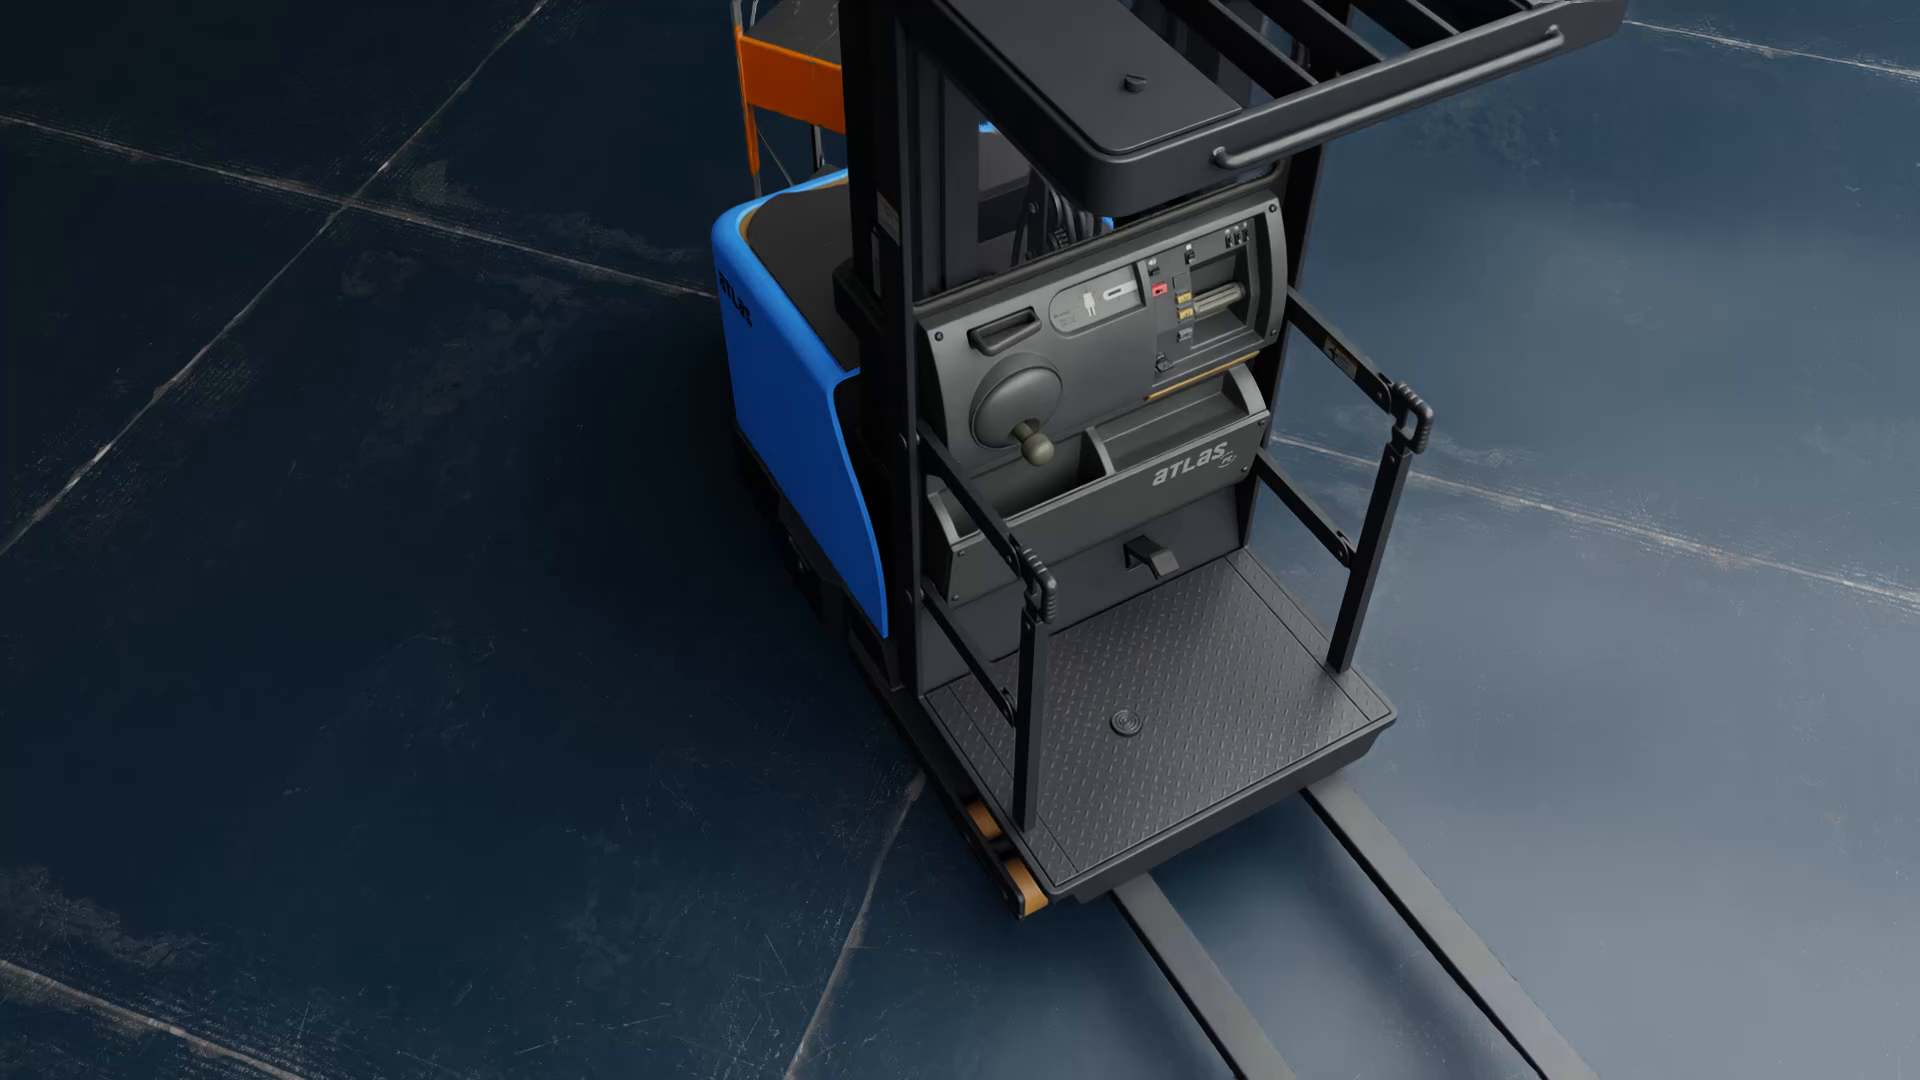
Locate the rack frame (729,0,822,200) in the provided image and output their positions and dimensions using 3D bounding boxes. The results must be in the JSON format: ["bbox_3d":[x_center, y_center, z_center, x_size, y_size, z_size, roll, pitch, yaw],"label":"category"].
[{"bbox_3d":[-0.564,-1.466,5.131,0.015,2.100,0.400,22,53,18],"label":"rack frame"}]

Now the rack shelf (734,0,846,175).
[{"bbox_3d":[-0.348,-1.371,5.067,0.480,0.518,0.431,22,53,18],"label":"rack shelf"}]

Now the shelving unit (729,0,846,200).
[{"bbox_3d":[-0.348,-1.380,5.056,0.503,2.100,0.431,22,53,18],"label":"shelving unit"}]

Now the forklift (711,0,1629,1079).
[{"bbox_3d":[0.457,-0.376,3.637,1.130,2.935,3.031,-23,53,-19],"label":"forklift"}]

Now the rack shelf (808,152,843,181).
[{"bbox_3d":[-0.348,-0.912,5.596,0.480,0.518,0.431,22,53,18],"label":"rack shelf"}]
